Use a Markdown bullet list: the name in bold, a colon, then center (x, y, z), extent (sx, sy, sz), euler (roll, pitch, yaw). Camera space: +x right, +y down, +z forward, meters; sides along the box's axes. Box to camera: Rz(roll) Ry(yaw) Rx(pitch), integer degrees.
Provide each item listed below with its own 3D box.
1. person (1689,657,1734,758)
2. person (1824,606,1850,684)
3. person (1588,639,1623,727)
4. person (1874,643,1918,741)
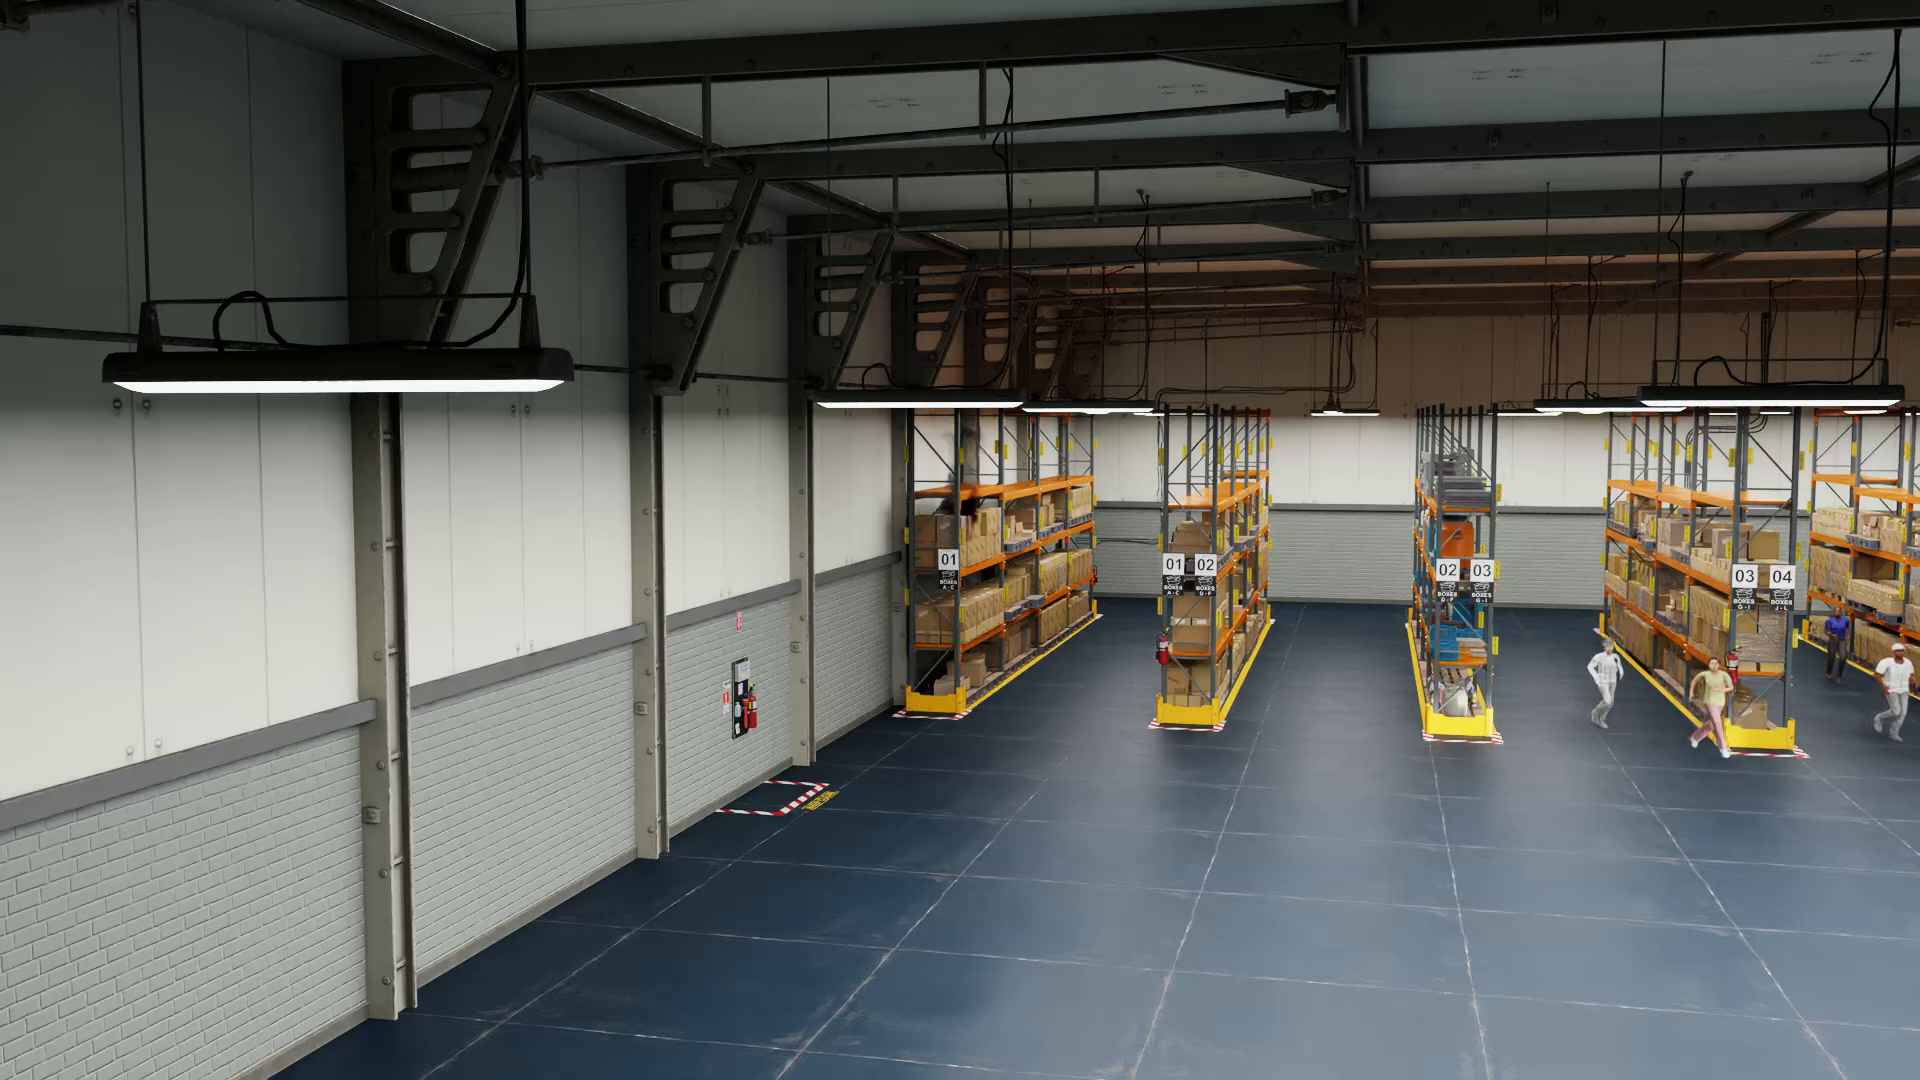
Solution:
- **person**: center (12.865, 2.830, 28.436), extent (0.636, 1.681, 0.837), euler (0, 4, 0)
- **person**: center (19.055, 2.284, 36.143), extent (0.525, 1.703, 0.767), euler (2, 4, 22)
- **person**: center (12.002, 2.652, 30.760), extent (0.598, 1.666, 0.544), euler (0, 4, -6)
- **person**: center (16.737, 2.702, 29.725), extent (0.690, 1.734, 0.631), euler (0, 4, -3)
